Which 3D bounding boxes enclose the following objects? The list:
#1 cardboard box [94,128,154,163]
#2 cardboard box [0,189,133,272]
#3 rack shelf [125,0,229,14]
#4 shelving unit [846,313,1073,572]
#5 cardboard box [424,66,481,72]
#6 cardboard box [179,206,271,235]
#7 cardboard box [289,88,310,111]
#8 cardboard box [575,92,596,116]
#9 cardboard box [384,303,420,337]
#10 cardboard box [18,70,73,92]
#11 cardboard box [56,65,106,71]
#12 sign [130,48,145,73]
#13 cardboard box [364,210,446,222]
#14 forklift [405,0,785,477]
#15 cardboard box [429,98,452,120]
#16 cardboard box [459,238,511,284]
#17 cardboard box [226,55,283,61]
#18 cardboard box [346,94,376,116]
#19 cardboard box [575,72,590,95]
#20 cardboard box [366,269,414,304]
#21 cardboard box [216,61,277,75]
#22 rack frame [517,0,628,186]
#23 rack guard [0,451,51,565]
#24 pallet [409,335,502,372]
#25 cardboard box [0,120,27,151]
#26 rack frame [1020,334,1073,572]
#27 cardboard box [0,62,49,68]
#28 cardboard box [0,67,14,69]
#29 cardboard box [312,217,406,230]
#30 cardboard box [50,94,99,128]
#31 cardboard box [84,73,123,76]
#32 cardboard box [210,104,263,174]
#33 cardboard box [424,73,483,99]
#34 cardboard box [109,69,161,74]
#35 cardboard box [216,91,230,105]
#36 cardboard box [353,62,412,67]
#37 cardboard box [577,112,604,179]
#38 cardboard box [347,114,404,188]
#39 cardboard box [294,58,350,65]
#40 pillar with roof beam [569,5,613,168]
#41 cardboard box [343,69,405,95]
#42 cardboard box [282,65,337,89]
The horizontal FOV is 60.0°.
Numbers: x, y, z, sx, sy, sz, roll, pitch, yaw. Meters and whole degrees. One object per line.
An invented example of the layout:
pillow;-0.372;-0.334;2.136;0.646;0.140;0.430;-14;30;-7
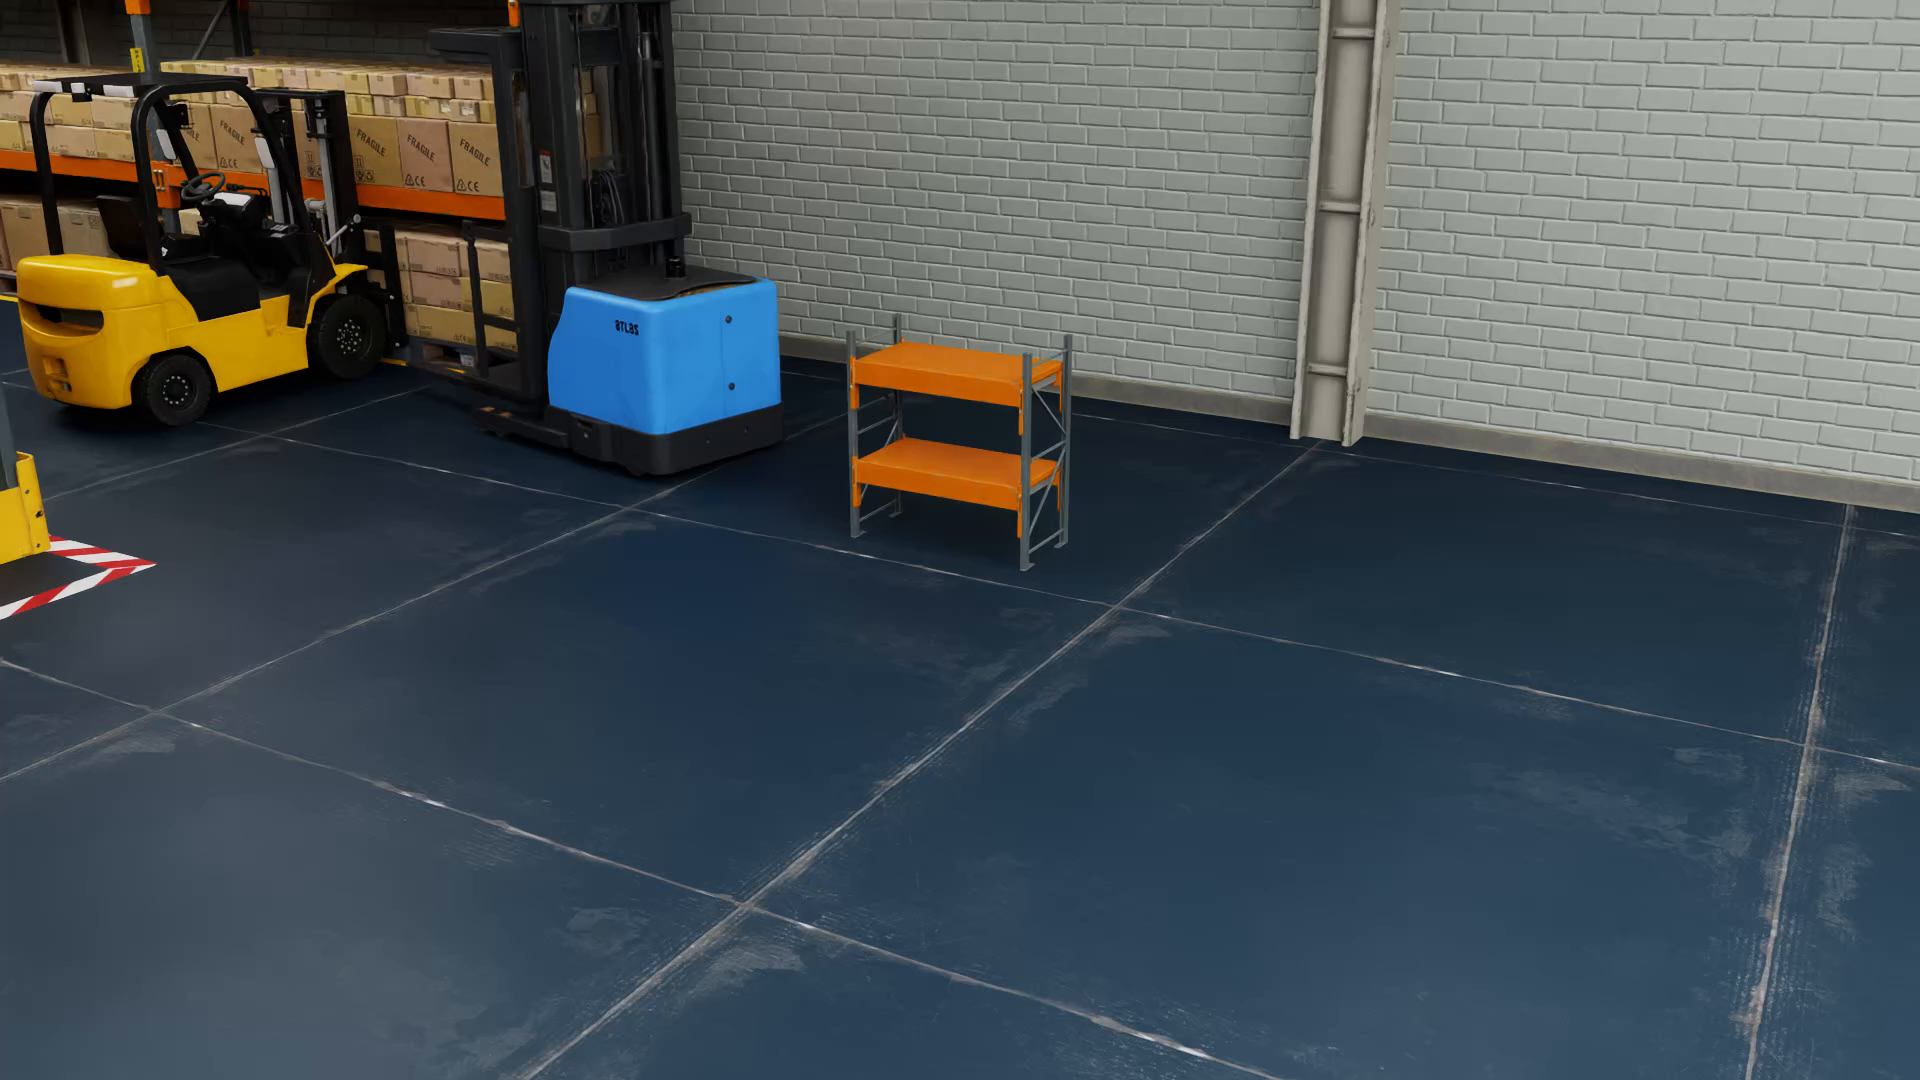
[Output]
cardboard box;-6.769;-3.292;13.761;0.500;0.250;0.500;11;23;29
cardboard box;-7.993;-2.777;14.987;0.625;0.625;0.875;10;22;25
rack shelf;-7.947;-4.761;14.247;4.000;0.370;1.077;11;23;27
shelving unit;-0.006;-0.530;8.676;1.048;1.125;0.538;11;23;27
cardboard box;-3.798;-3.478;12.519;0.250;0.149;0.380;12;23;29
cardboard box;-5.932;-2.557;13.466;0.500;0.250;0.500;10;22;26
cardboard box;-4.948;-3.355;12.619;0.250;0.149;0.380;10;22;26
cardboard box;-2.879;-3.177;12.126;0.250;0.149;0.380;10;22;26
cardboard box;-4.135;-1.751;12.711;0.500;0.250;0.500;11;23;28
cardboard box;-7.737;-3.903;14.127;0.250;0.149;0.380;11;23;28
cardboard box;-7.712;-4.098;14.666;0.250;0.149;0.380;11;23;28
sign;-6.457;-3.700;13.085;0.005;0.325;0.100;11;23;27
cardboard box;-4.350;-2.458;13.192;0.500;0.250;0.500;10;22;26
forklift;-2.530;-2.151;10.497;3.031;2.935;1.130;17;26;39
cardboard box;-3.583;-3.112;11.948;0.250;0.149;0.380;11;23;28
cardboard box;-3.263;-2.050;12.067;0.500;0.250;0.500;12;23;29
cardboard box;-5.775;-3.885;13.642;0.250;0.149;0.380;11;23;27
cardboard box;-4.280;-3.223;12.254;0.250;0.149;0.380;11;23;28
cardboard box;-2.898;-3.302;12.036;0.250;0.149;0.380;10;22;26
cardboard box;-4.180;-1.985;12.622;0.500;0.250;0.500;10;22;26
cardboard box;-5.568;-3.650;12.996;0.250;0.149;0.380;10;22;26
rack frame;-2.709;-2.691;11.885;0.127;3.000;1.000;11;23;27
rack guard;-5.193;-0.050;8.271;0.348;0.500;1.175;11;23;27
pallet;-3.397;-1.495;12.677;1.213;0.211;1.003;11;23;27
cardboard box;-8.083;-3.549;14.470;0.500;0.250;0.500;12;23;29
rack frame;0.438;-0.445;8.443;0.032;1.125;0.500;11;23;27
cardboard box;-8.393;-4.221;15.006;0.250;0.149;0.380;11;22;27
cardboard box;-8.427;-4.021;14.454;0.250;0.149;0.380;11;23;28
cardboard box;-4.596;-2.300;12.758;0.500;0.250;0.500;10;22;26
cardboard box;-7.207;-3.610;13.904;0.500;0.250;0.500;10;22;26
cardboard box;-7.030;-3.793;13.824;0.250;0.149;0.380;11;23;27
cardboard box;-5.478;-3.170;13.059;0.500;0.500;0.500;11;23;28
cardboard box;-3.597;-3.247;11.883;0.250;0.149;0.380;11;23;28
cardboard box;-7.063;-3.969;14.310;0.250;0.149;0.380;11;22;27
cardboard box;-5.583;-3.499;13.015;0.250;0.149;0.380;11;23;27
cardboard box;-4.467;-3.611;12.887;0.250;0.149;0.380;12;23;29
cardboard box;-3.006;-2.903;12.323;0.500;0.500;0.500;12;23;29
cardboard box;-4.163;-2.916;12.358;0.500;0.500;0.500;10;22;26
cardboard box;-5.089;-3.768;13.319;0.250;0.149;0.380;10;22;26
pillar with roof beam;-4.977;-4.614;8.388;0.400;9.000;9.100;11;23;27
cardboard box;-4.288;-3.362;12.201;0.250;0.149;0.380;11;23;28
cardboard box;-4.904;-3.516;12.625;0.250;0.149;0.380;11;23;27
